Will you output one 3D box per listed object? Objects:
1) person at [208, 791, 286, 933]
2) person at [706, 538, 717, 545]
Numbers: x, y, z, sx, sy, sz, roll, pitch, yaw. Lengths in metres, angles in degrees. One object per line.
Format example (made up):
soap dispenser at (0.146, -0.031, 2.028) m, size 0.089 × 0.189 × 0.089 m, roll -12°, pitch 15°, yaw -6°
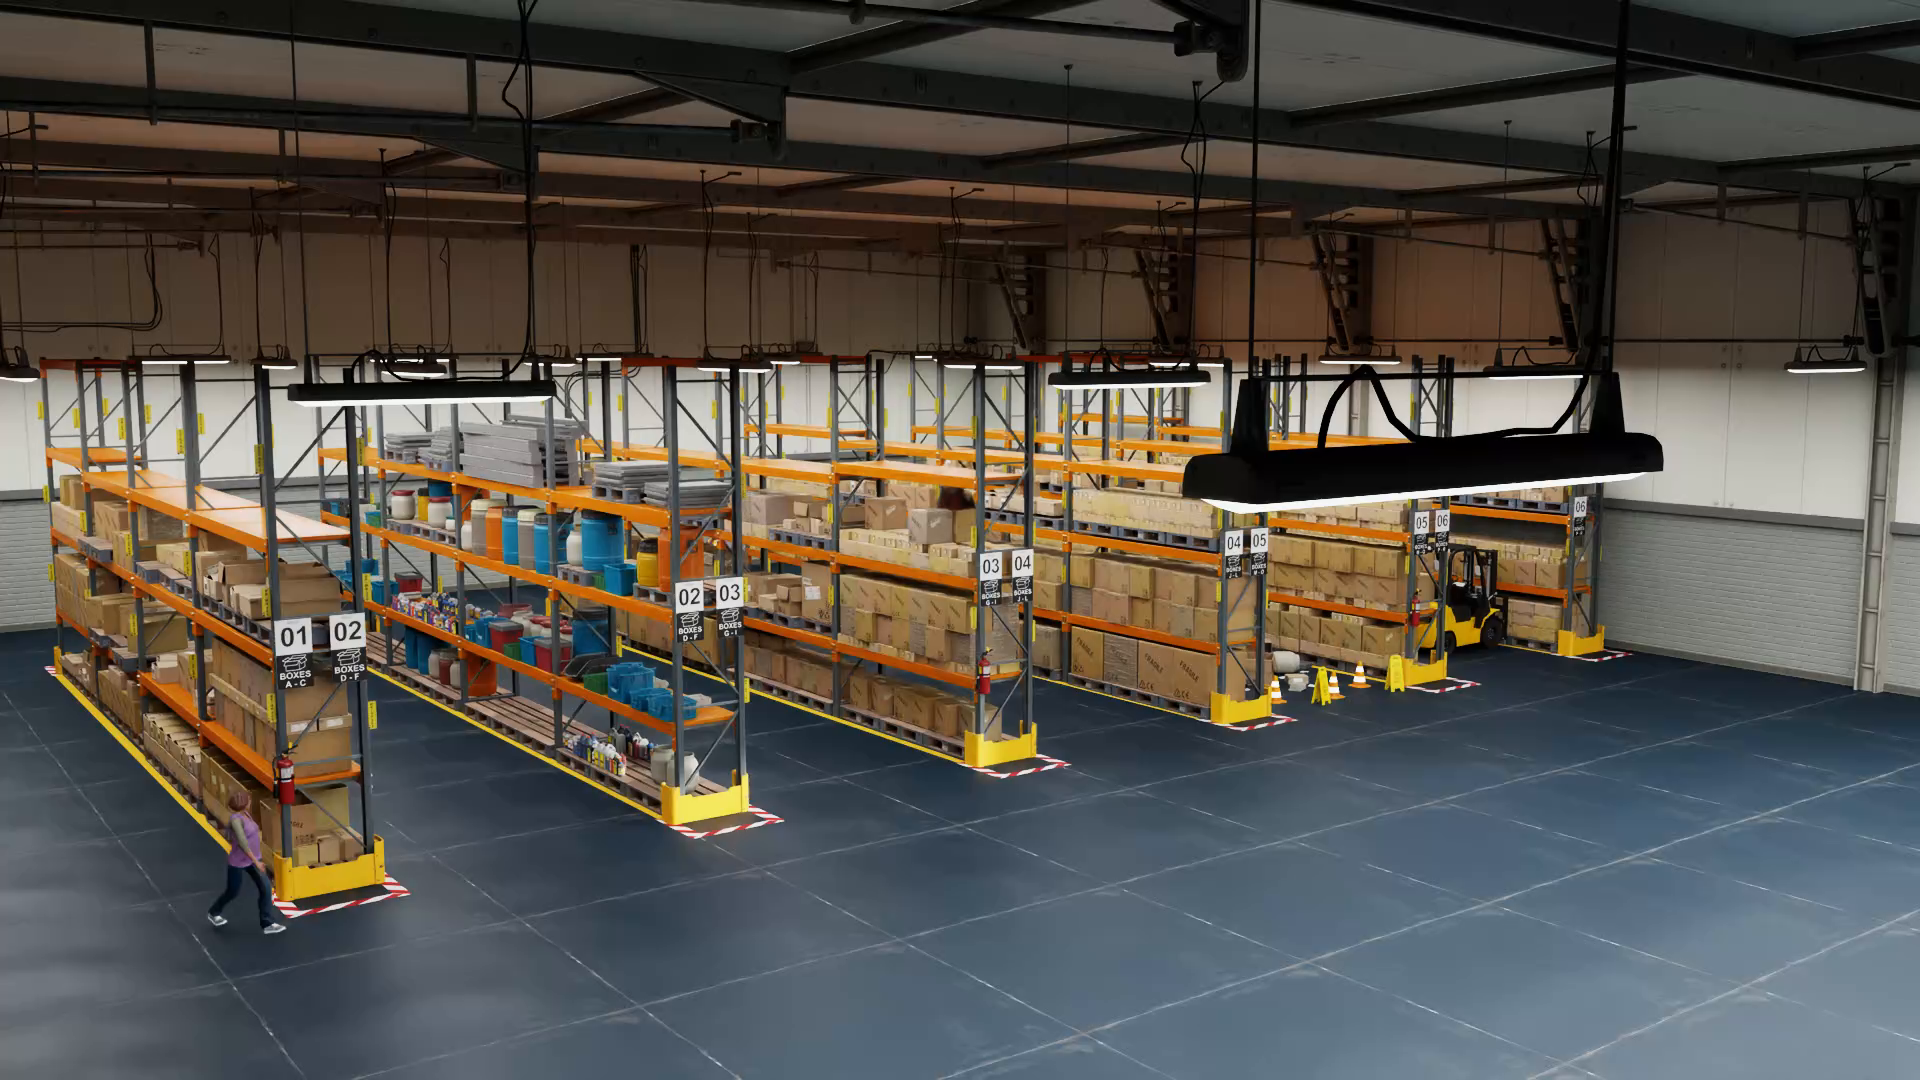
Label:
person at (-7.657, 3.437, 17.787) m, size 0.952 × 1.545 × 0.358 m, roll 3°, pitch 8°, yaw 25°
person at (-6.070, 0.548, 40.999) m, size 0.771 × 1.738 × 0.683 m, roll -6°, pitch 9°, yaw -39°
